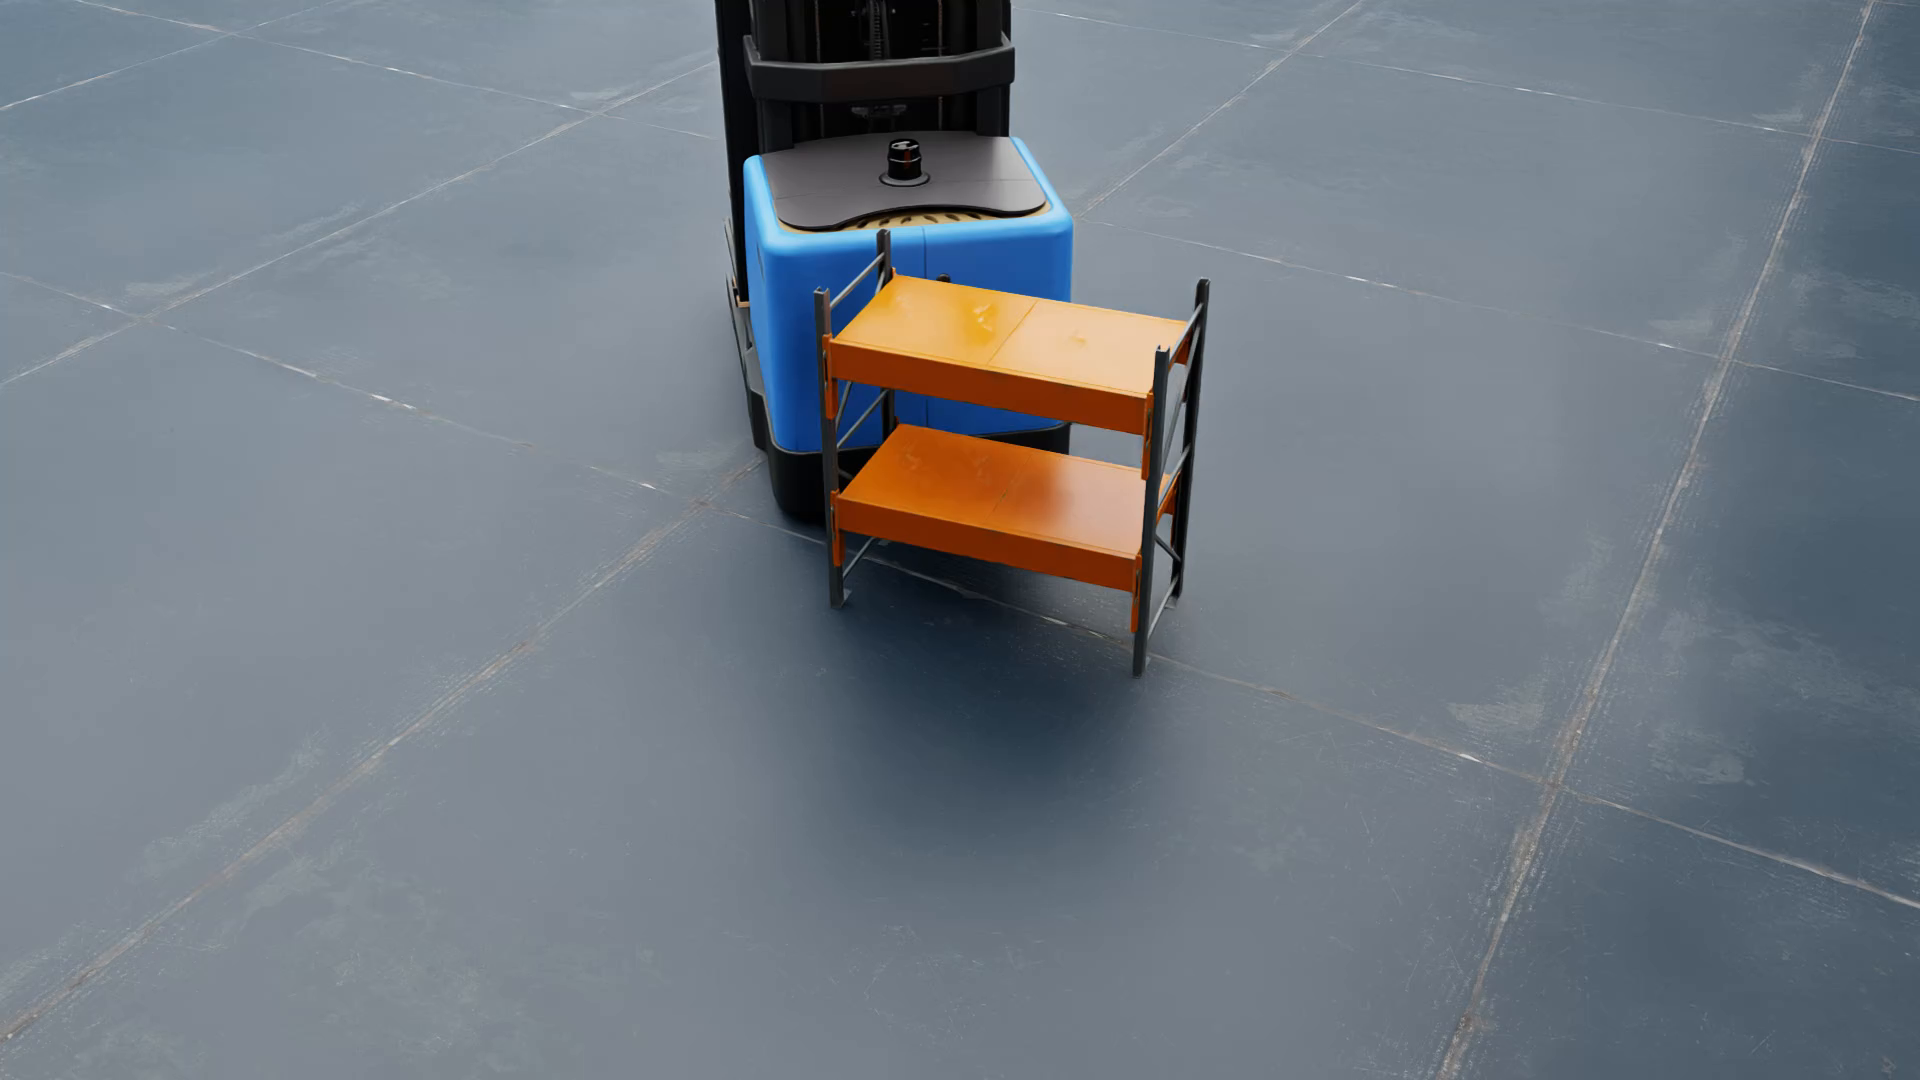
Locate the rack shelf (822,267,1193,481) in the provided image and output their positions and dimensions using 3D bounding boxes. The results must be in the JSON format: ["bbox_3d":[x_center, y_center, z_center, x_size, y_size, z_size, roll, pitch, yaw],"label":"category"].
[{"bbox_3d":[0.155,-0.515,4.980,1.000,0.278,0.538,12,35,17],"label":"rack shelf"}]

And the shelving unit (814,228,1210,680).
[{"bbox_3d":[0.155,-0.271,5.142,1.048,1.125,0.538,12,35,17],"label":"shelving unit"}]

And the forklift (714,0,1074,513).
[{"bbox_3d":[-0.400,-2.120,6.290,1.130,2.935,3.031,-6,34,-9],"label":"forklift"}]

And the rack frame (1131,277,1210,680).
[{"bbox_3d":[0.630,-0.170,4.991,0.032,1.125,0.500,12,35,17],"label":"rack frame"}]

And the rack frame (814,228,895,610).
[{"bbox_3d":[-0.319,-0.372,5.294,0.032,1.125,0.500,12,35,17],"label":"rack frame"}]

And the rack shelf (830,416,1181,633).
[{"bbox_3d":[0.155,-0.068,5.278,1.000,0.278,0.538,12,35,17],"label":"rack shelf"}]
